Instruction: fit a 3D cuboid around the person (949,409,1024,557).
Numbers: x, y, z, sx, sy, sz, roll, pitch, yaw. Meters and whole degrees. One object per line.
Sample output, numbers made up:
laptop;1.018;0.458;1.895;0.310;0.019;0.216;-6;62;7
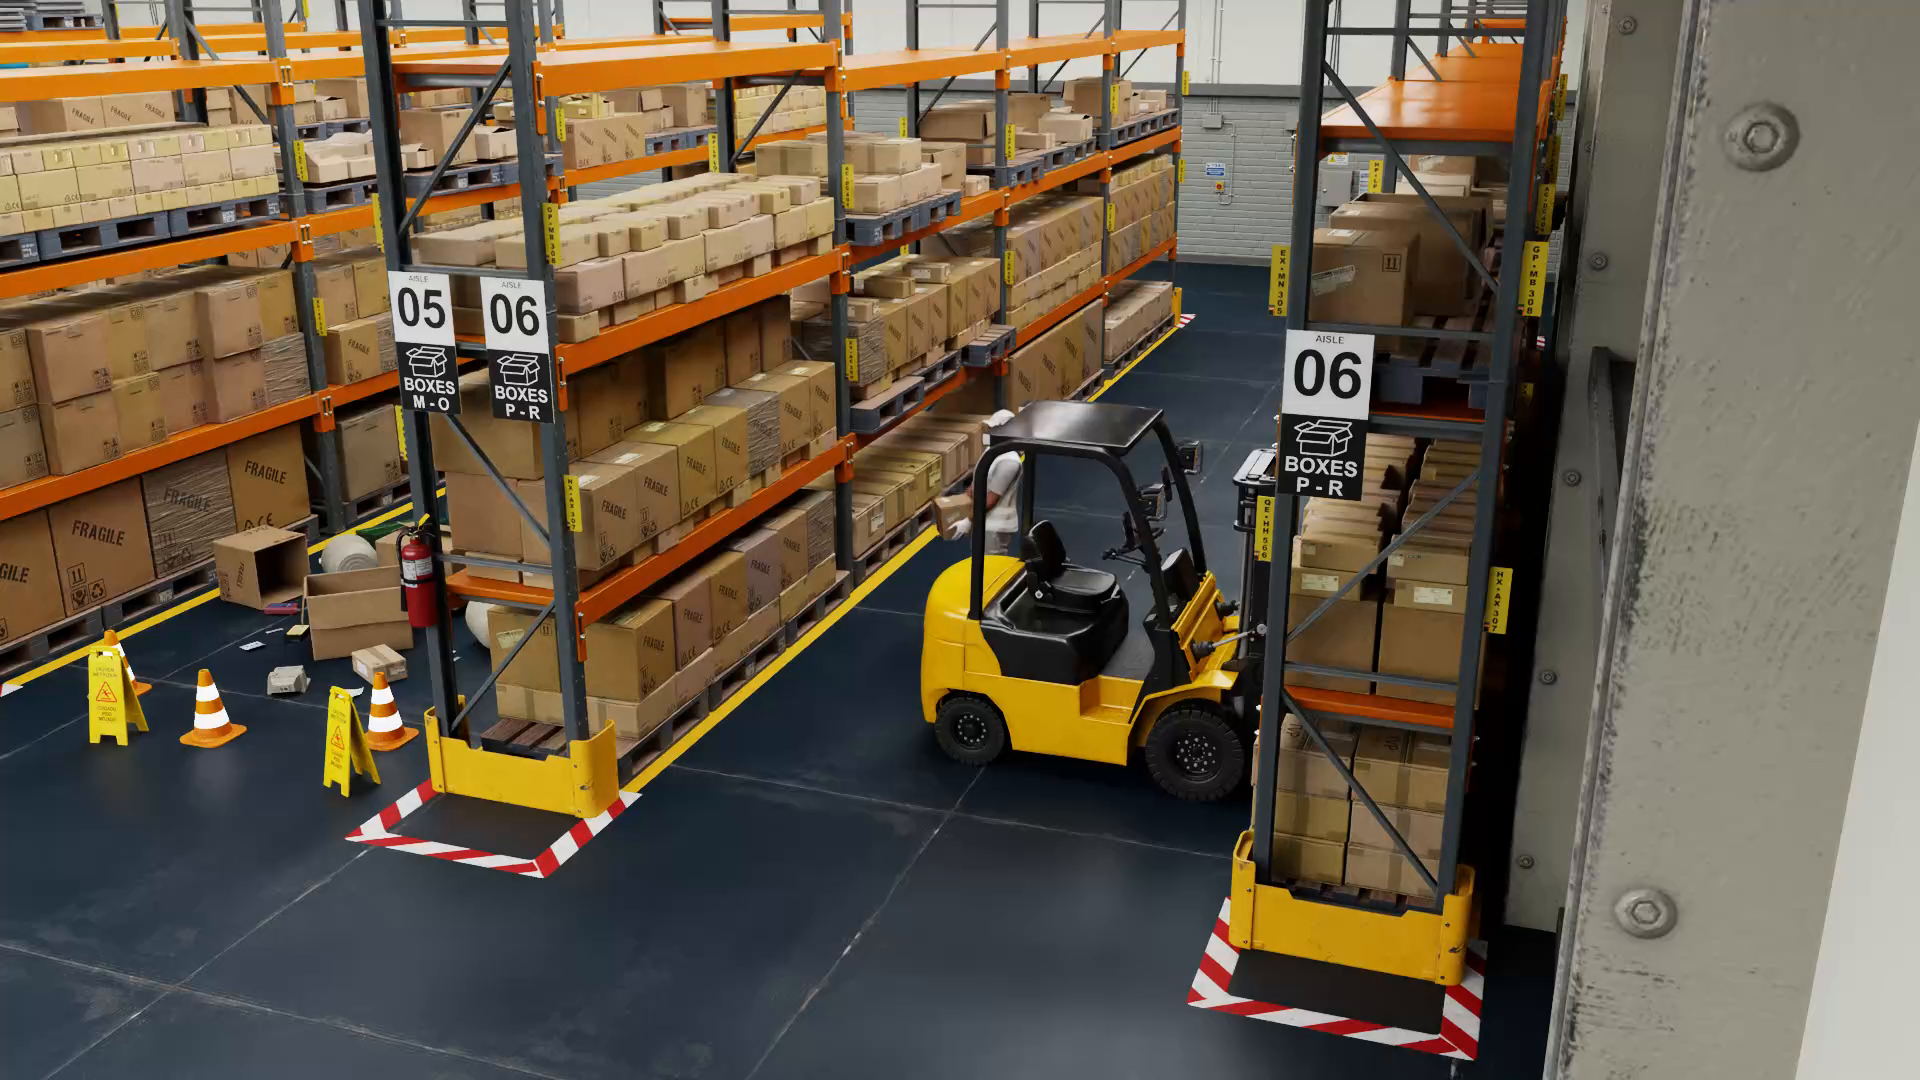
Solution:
person;0.166;-0.087;12.283;0.563;1.788;0.515;-4;19;-12
